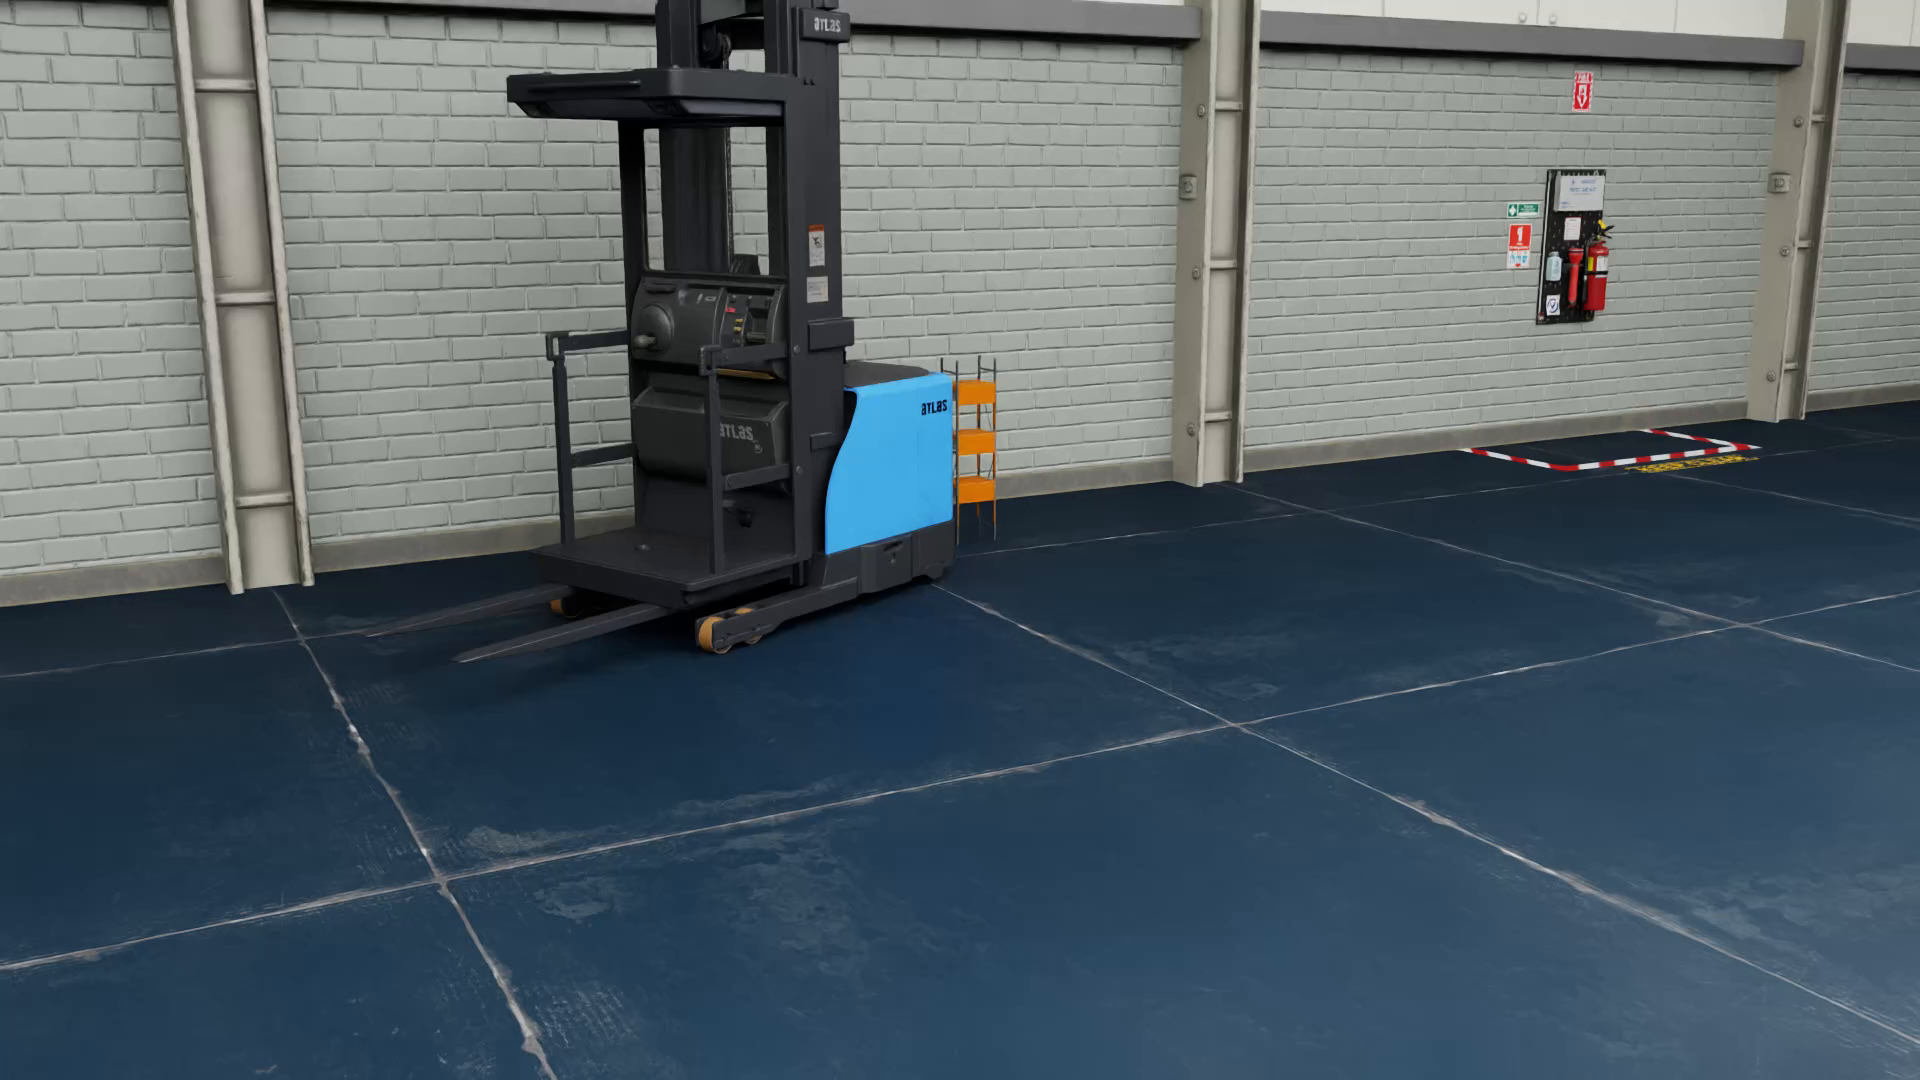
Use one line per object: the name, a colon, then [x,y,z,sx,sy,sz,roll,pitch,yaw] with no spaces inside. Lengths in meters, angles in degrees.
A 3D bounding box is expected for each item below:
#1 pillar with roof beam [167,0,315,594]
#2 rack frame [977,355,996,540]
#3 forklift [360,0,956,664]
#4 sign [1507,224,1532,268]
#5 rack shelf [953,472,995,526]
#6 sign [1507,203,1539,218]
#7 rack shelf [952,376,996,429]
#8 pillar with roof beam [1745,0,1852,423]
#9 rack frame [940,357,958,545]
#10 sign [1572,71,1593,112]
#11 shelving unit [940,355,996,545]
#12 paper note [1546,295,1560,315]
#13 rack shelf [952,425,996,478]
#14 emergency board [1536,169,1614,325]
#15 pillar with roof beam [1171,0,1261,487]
pillar with roof beam: [-1.511,-3.336,3.937,0.400,9.000,9.100,-7,14,-28]
rack frame: [0.154,-0.531,9.576,0.008,1.050,0.200,-7,14,-28]
forklift: [-1.307,-1.046,7.580,1.130,2.935,3.031,9,16,36]
sign: [4.237,-2.228,12.595,0.234,0.329,0.001,-7,14,-28]
rack shelf: [0.047,-0.236,9.582,0.240,0.259,0.215,-7,14,-28]
sign: [4.245,-2.485,12.531,0.331,0.109,0.001,-7,14,-28]
rack shelf: [0.047,-0.784,9.459,0.240,0.259,0.215,-7,14,-28]
pillar with roof beam: [9.022,-4.598,9.547,0.400,9.000,9.100,-7,14,-28]
rack frame: [-0.060,-0.505,9.462,0.008,1.050,0.200,-7,14,-28]
sign: [4.717,-3.398,12.596,0.199,0.298,0.001,-7,14,-28]
shelving unit: [0.047,-0.518,9.519,0.252,1.050,0.215,-7,14,-28]
paper note: [4.583,-1.814,12.842,0.142,0.148,0.016,-7,14,-28]
rack shelf: [0.047,-0.507,9.521,0.240,0.259,0.215,-7,14,-28]
emergency board: [4.772,-2.249,12.769,0.643,1.169,0.194,-7,14,-28]
pillar with roof beam: [3.756,-3.967,6.742,0.400,9.000,9.100,-7,14,-28]
